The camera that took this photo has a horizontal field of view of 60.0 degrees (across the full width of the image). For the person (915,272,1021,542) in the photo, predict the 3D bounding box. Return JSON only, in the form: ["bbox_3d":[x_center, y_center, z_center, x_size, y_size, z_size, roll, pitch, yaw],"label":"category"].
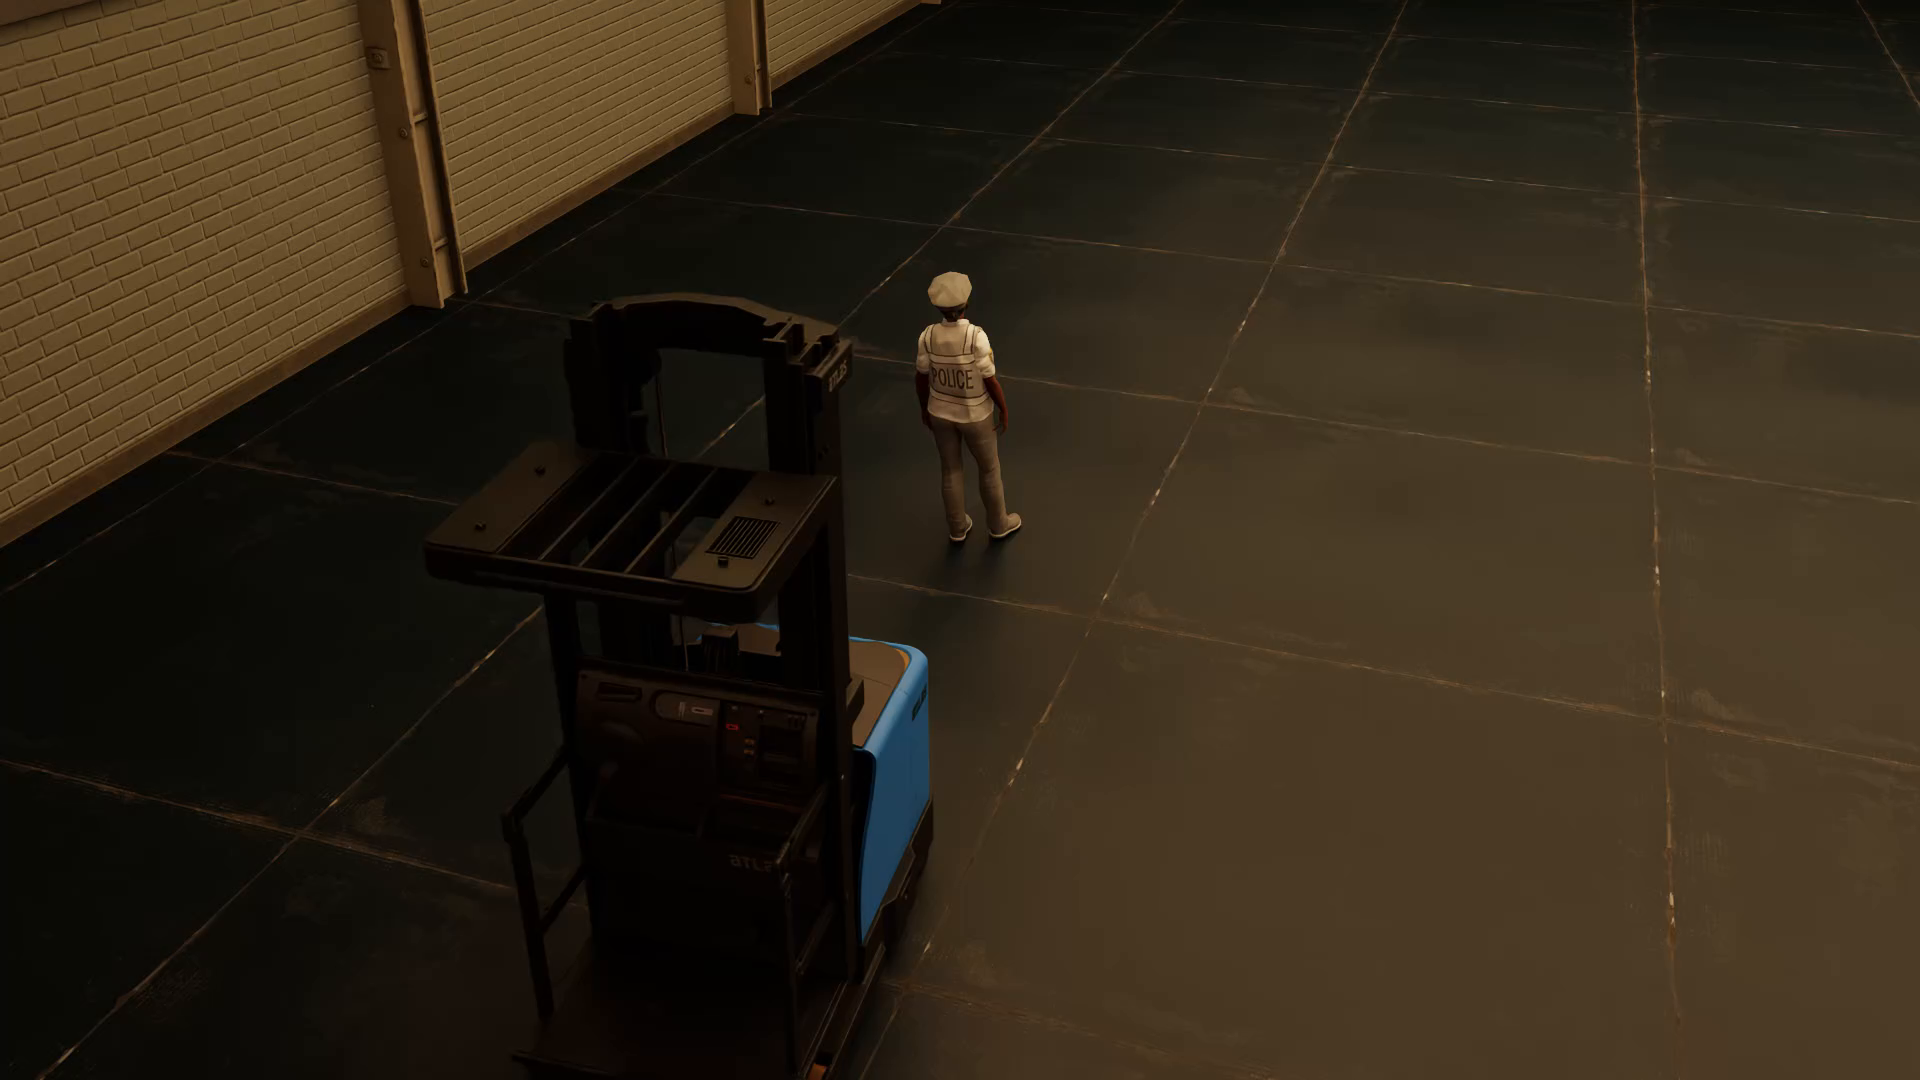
[{"bbox_3d":[0.043,-0.774,9.729,0.569,1.694,0.530,10,31,16],"label":"person"}]

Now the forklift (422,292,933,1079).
[{"bbox_3d":[-1.005,0.758,5.806,1.130,2.935,3.031,8,31,13],"label":"forklift"}]
